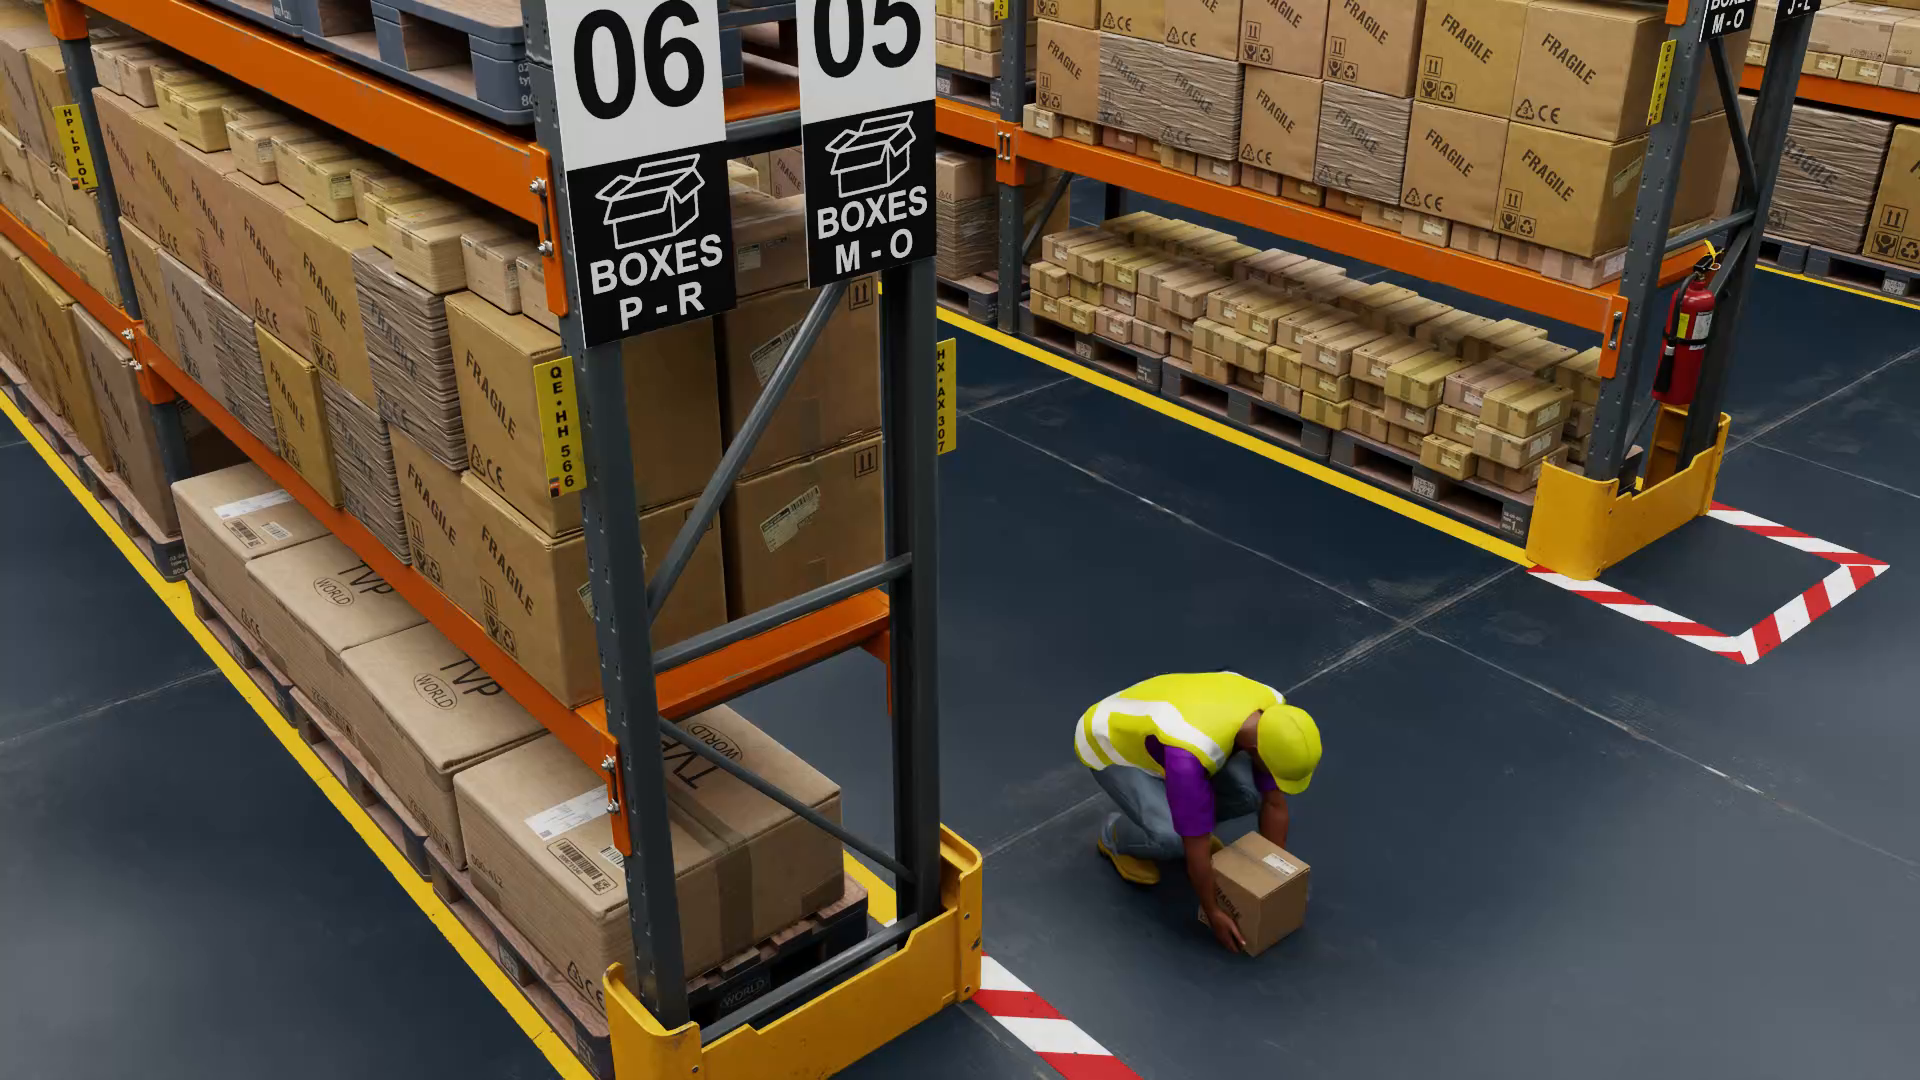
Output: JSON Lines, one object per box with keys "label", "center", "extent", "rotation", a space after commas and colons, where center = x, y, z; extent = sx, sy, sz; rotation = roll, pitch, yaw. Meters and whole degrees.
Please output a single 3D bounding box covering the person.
{"label": "person", "center": [0.813, 0.803, 5.622], "extent": [0.557, 0.892, 0.905], "rotation": [-18, 33, -30]}
